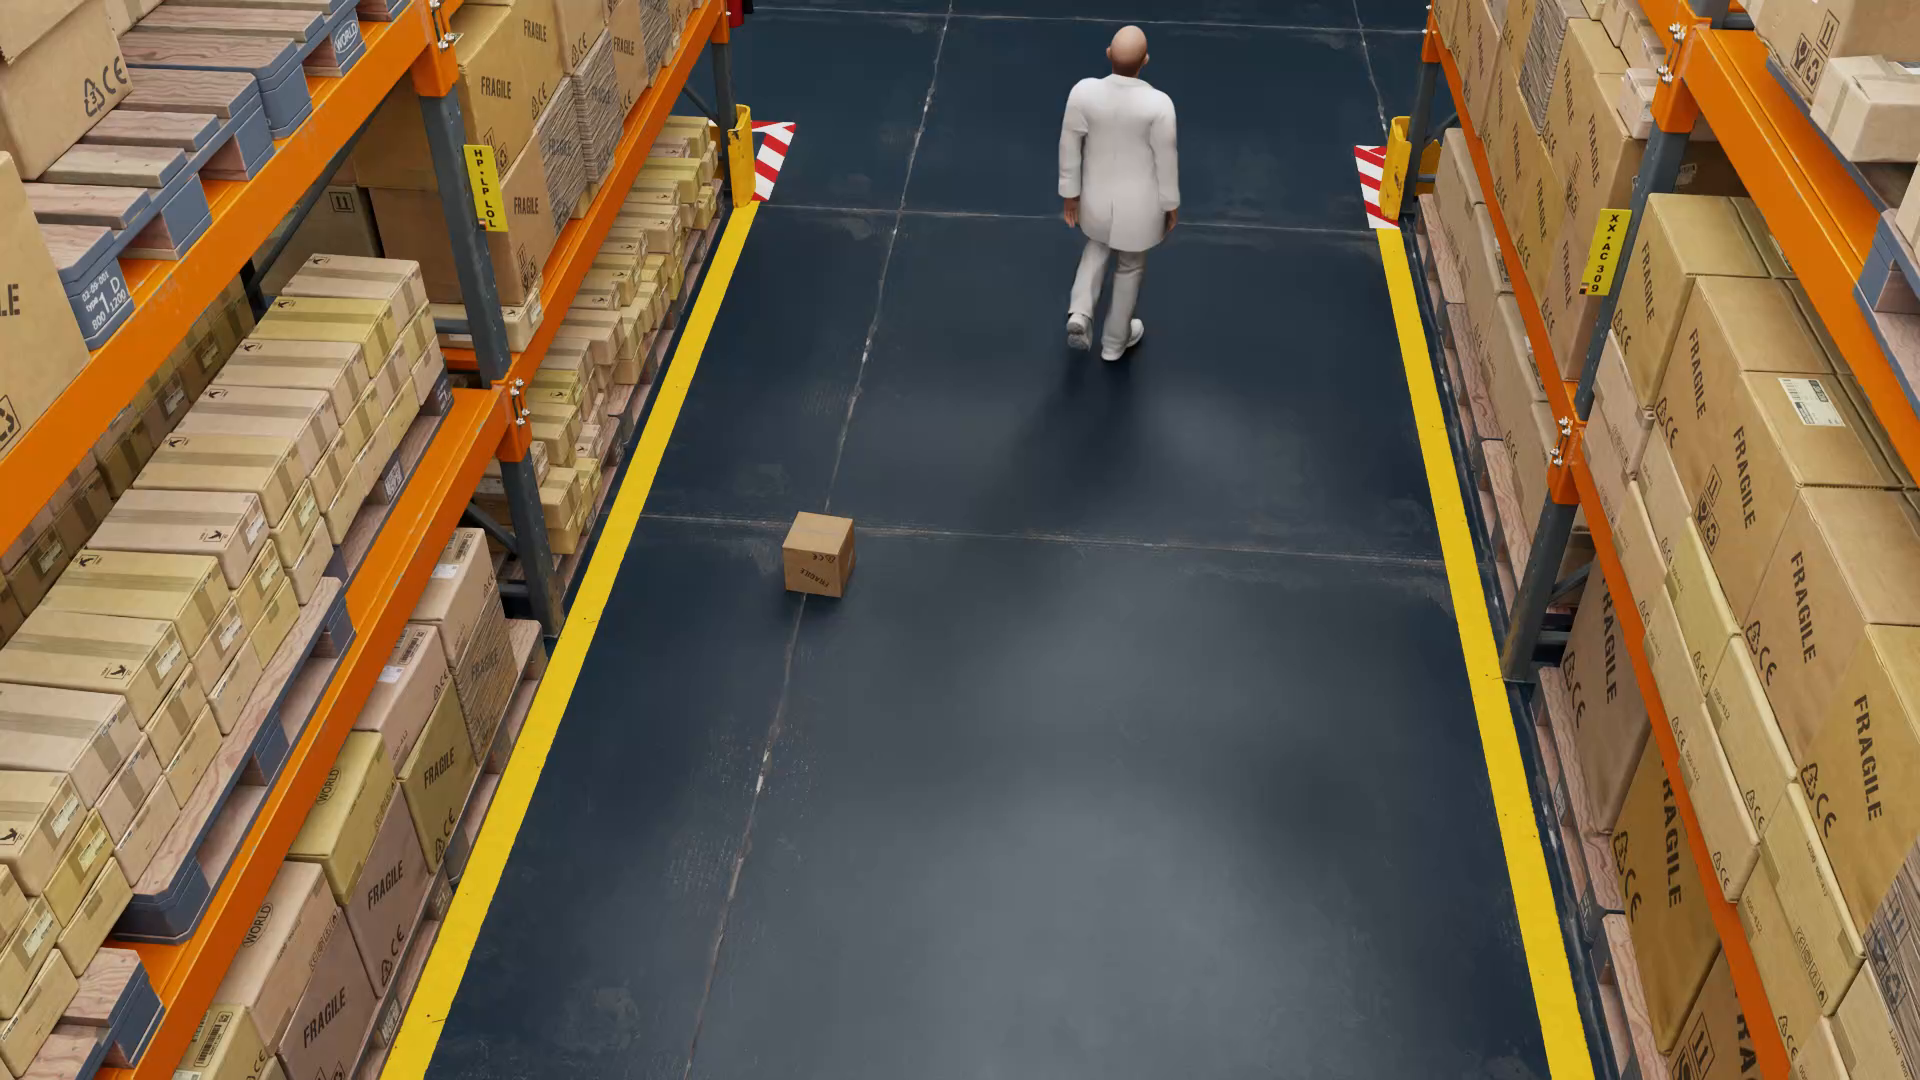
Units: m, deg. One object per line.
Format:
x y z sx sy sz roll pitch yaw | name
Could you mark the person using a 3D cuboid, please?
0.787 -1.681 8.175 0.593 1.780 0.534 17 42 19 | person
